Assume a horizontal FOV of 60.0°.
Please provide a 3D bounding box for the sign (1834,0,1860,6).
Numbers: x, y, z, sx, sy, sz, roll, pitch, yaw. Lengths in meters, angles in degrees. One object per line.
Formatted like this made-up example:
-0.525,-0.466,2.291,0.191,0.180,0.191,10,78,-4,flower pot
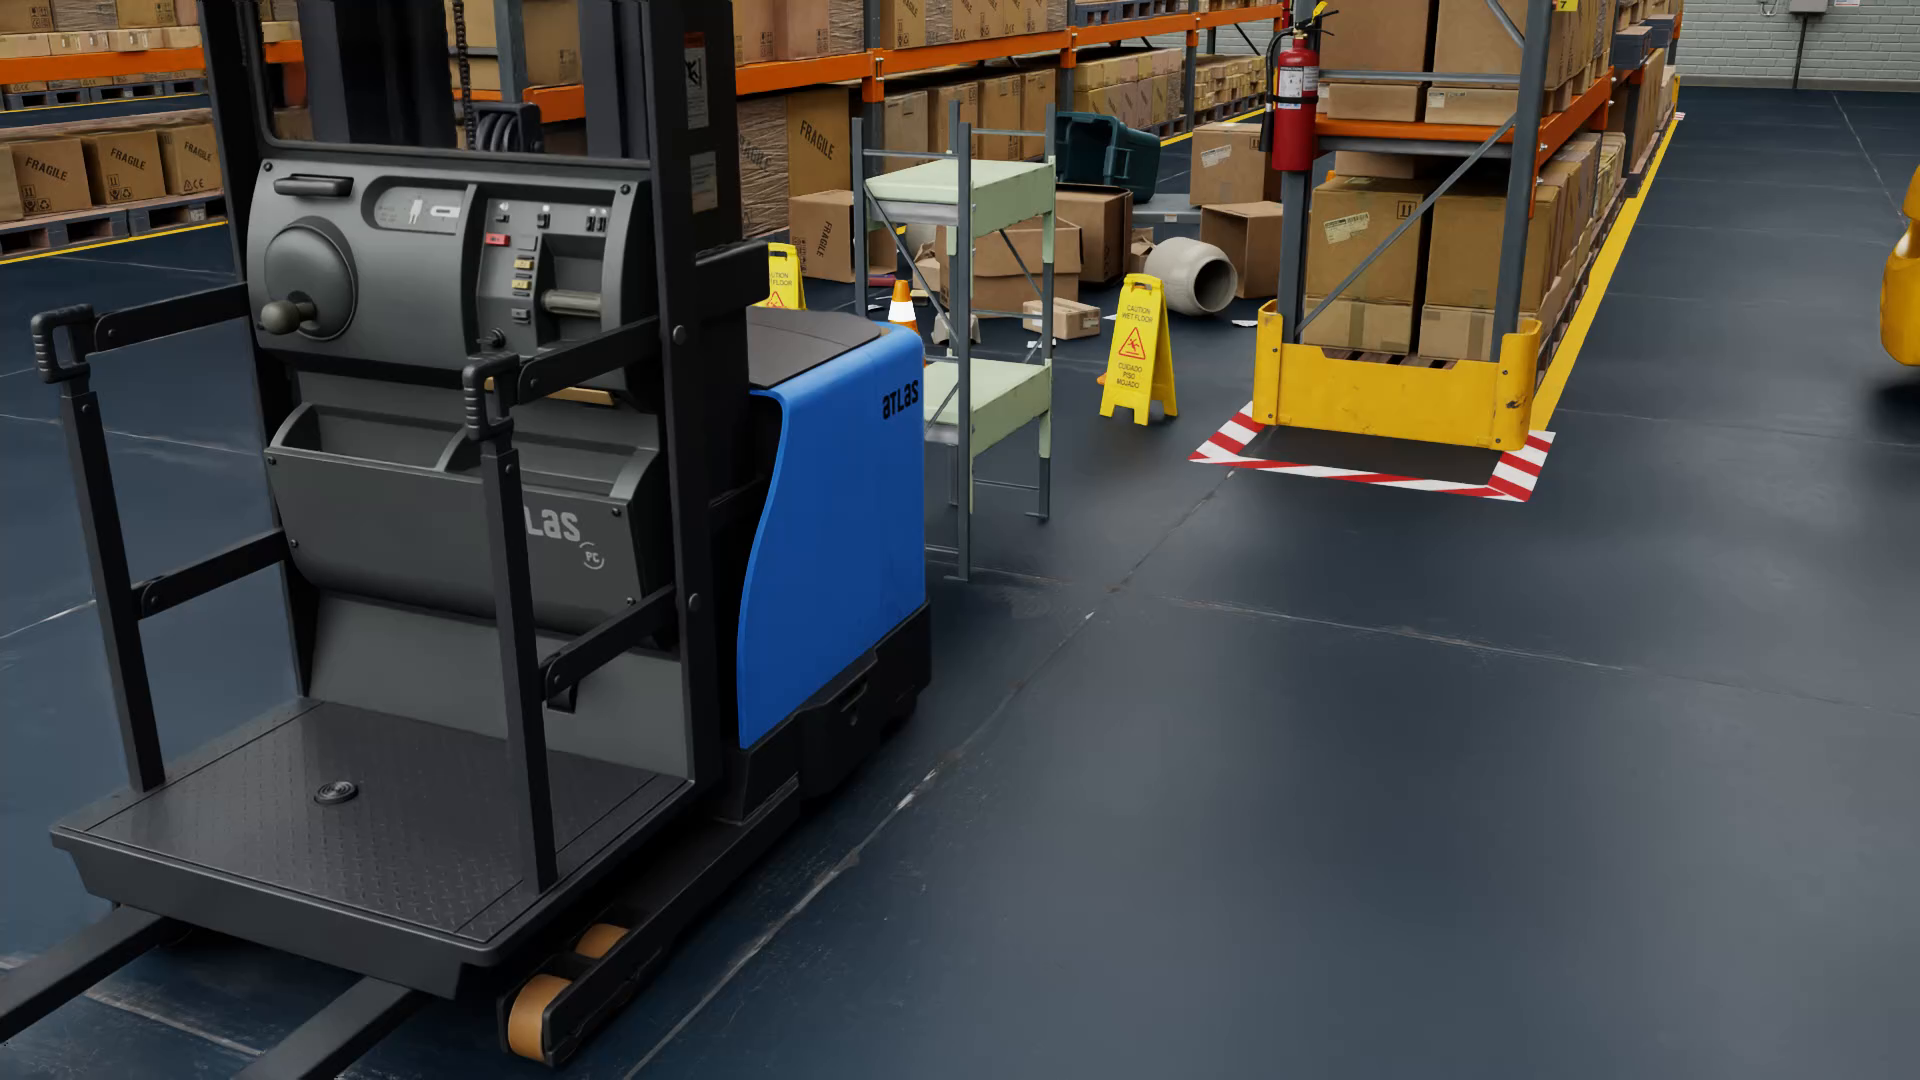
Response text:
13.098,-8.127,24.485,0.329,0.494,0.001,9,21,23,sign

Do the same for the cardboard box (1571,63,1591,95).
3.033,-2.386,8.577,0.380,0.149,0.250,9,21,23,cardboard box

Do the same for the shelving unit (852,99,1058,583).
-0.003,-0.705,5.712,0.431,1.500,0.755,9,21,23,shelving unit

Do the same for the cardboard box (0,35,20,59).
-6.605,-3.335,11.244,0.380,0.149,0.250,9,21,23,cardboard box

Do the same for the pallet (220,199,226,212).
-5.780,-2.949,13.947,1.003,0.211,1.213,9,21,23,pallet

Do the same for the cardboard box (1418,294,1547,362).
2.449,-1.002,7.785,0.500,0.250,0.500,8,21,22,cardboard box

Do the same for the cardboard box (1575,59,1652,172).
5.501,-3.733,14.532,0.875,0.875,0.875,8,21,22,cardboard box

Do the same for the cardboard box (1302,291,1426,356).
1.961,-1.084,8.018,0.500,0.250,0.500,8,21,22,cardboard box

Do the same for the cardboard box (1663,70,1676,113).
7.872,-5.276,19.525,0.875,0.438,0.875,9,22,24,cardboard box

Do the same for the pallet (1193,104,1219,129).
2.465,-5.104,20.004,1.003,0.211,1.213,9,21,23,pallet

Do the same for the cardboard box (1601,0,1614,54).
3.344,-2.972,9.257,0.500,0.500,0.500,9,22,25,cardboard box

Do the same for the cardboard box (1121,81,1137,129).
1.516,-4.498,17.243,0.500,0.500,0.500,8,21,21,cardboard box

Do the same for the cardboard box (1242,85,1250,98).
3.499,-5.770,21.344,0.380,0.149,0.250,8,21,20,cardboard box

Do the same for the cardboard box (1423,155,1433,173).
2.151,-1.930,8.310,0.380,0.149,0.250,9,21,24,cardboard box

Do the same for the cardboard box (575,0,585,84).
-2.375,-2.900,9.424,0.875,0.550,0.550,9,21,23,cardboard box

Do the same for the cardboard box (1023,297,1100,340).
0.560,-1.225,9.192,0.250,0.149,0.380,-14,24,-33,cardboard box

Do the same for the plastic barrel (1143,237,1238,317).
1.331,-1.516,9.600,0.421,0.421,0.512,-9,22,-24,plastic barrel

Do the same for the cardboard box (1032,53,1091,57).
1.045,-4.912,17.289,0.500,0.250,0.500,9,22,24,cardboard box

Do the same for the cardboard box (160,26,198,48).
-5.984,-3.792,12.530,0.380,0.149,0.250,9,21,23,cardboard box

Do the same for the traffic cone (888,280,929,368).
-0.287,-1.052,8.237,0.336,0.463,0.334,9,21,23,traffic cone

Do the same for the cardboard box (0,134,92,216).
-6.690,-2.647,12.038,0.500,0.500,0.500,15,25,37,cardboard box

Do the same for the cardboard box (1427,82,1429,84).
2.029,-2.167,7.960,0.380,0.149,0.250,9,21,24,cardboard box

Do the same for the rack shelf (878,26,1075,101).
-0.234,-4.034,13.909,1.077,0.370,4.000,9,21,23,rack shelf

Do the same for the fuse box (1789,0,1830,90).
12.562,-7.569,24.698,0.539,1.711,0.414,9,21,23,fuse box

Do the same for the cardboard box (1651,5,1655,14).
5.572,-4.381,14.034,0.500,0.250,0.500,8,21,22,cardboard box

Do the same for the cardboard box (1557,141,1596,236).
3.300,-1.996,9.461,0.500,0.500,0.500,9,21,24,cardboard box

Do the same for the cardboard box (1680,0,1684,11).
8.462,-6.645,20.028,0.500,0.500,0.500,9,21,23,cardboard box

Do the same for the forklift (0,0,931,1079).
-1.128,-0.546,3.131,1.130,2.935,3.031,8,21,22,forklift

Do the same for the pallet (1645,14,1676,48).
4.947,-4.013,13.063,1.213,0.211,1.003,9,21,23,pallet

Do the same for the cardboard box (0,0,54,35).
-6.829,-3.771,11.504,0.875,0.500,0.500,9,21,23,cardboard box

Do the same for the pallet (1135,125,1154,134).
1.407,-4.281,17.691,1.003,0.211,1.213,9,21,23,pallet

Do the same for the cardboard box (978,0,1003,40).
0.029,-4.395,13.700,0.500,0.500,0.500,9,21,24,cardboard box

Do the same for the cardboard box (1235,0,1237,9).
3.200,-6.628,20.505,0.380,0.149,0.250,9,22,25,cardboard box

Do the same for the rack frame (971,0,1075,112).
0.585,-4.985,15.508,1.000,3.000,0.127,9,21,23,rack frame

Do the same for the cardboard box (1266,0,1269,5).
3.849,-7.102,21.838,0.380,0.149,0.250,9,21,23,cardboard box

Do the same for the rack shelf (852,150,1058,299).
-0.003,-1.072,5.581,0.431,0.370,0.720,9,21,23,rack shelf

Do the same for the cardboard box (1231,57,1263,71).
3.730,-6.203,21.674,0.380,0.149,0.250,8,21,21,cardboard box

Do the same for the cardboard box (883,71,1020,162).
-0.102,-3.681,14.573,1.050,0.750,0.750,9,21,24,cardboard box

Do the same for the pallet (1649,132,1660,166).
6.533,-3.999,16.898,1.003,0.211,1.213,9,21,23,pallet

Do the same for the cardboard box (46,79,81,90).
-12.279,-6.347,22.412,0.500,0.500,0.500,8,21,21,cardboard box

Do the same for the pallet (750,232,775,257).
-1.934,-1.852,10.861,1.003,0.211,1.213,9,21,23,pallet

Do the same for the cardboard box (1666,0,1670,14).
6.826,-5.317,16.666,0.500,0.250,0.500,8,21,21,cardboard box

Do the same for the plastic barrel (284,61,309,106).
-8.233,-5.703,20.140,0.600,0.830,0.708,9,21,23,plastic barrel

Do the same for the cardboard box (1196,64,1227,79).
3.043,-5.729,20.341,0.380,0.149,0.250,9,21,24,cardboard box

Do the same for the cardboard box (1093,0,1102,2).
1.172,-5.338,16.249,0.380,0.149,0.250,10,22,25,cardboard box

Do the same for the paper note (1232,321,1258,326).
1.613,-1.232,9.386,0.142,0.019,0.148,1,20,4,paper note

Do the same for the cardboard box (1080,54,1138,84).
1.510,-4.840,17.086,0.500,0.250,0.500,9,21,23,cardboard box

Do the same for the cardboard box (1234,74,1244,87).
3.372,-5.829,21.068,0.380,0.149,0.250,10,22,25,cardboard box

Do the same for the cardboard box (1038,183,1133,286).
0.651,-1.950,10.498,0.797,0.637,0.503,9,21,23,cardboard box

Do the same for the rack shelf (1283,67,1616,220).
2.685,-2.163,8.648,1.077,0.370,4.000,9,21,23,rack shelf

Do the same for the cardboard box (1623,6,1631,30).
4.129,-3.394,10.783,0.380,0.149,0.250,9,21,24,cardboard box

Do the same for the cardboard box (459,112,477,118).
-4.825,-4.002,15.819,0.700,0.500,0.500,7,21,18,cardboard box

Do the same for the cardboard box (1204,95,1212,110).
2.774,-5.210,19.771,0.380,0.149,0.250,9,22,24,cardboard box

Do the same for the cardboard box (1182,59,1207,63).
2.965,-6.121,21.443,0.380,0.149,0.250,9,22,25,cardboard box

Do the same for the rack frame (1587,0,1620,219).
3.504,-3.113,10.247,1.000,3.000,0.127,9,21,23,rack frame
